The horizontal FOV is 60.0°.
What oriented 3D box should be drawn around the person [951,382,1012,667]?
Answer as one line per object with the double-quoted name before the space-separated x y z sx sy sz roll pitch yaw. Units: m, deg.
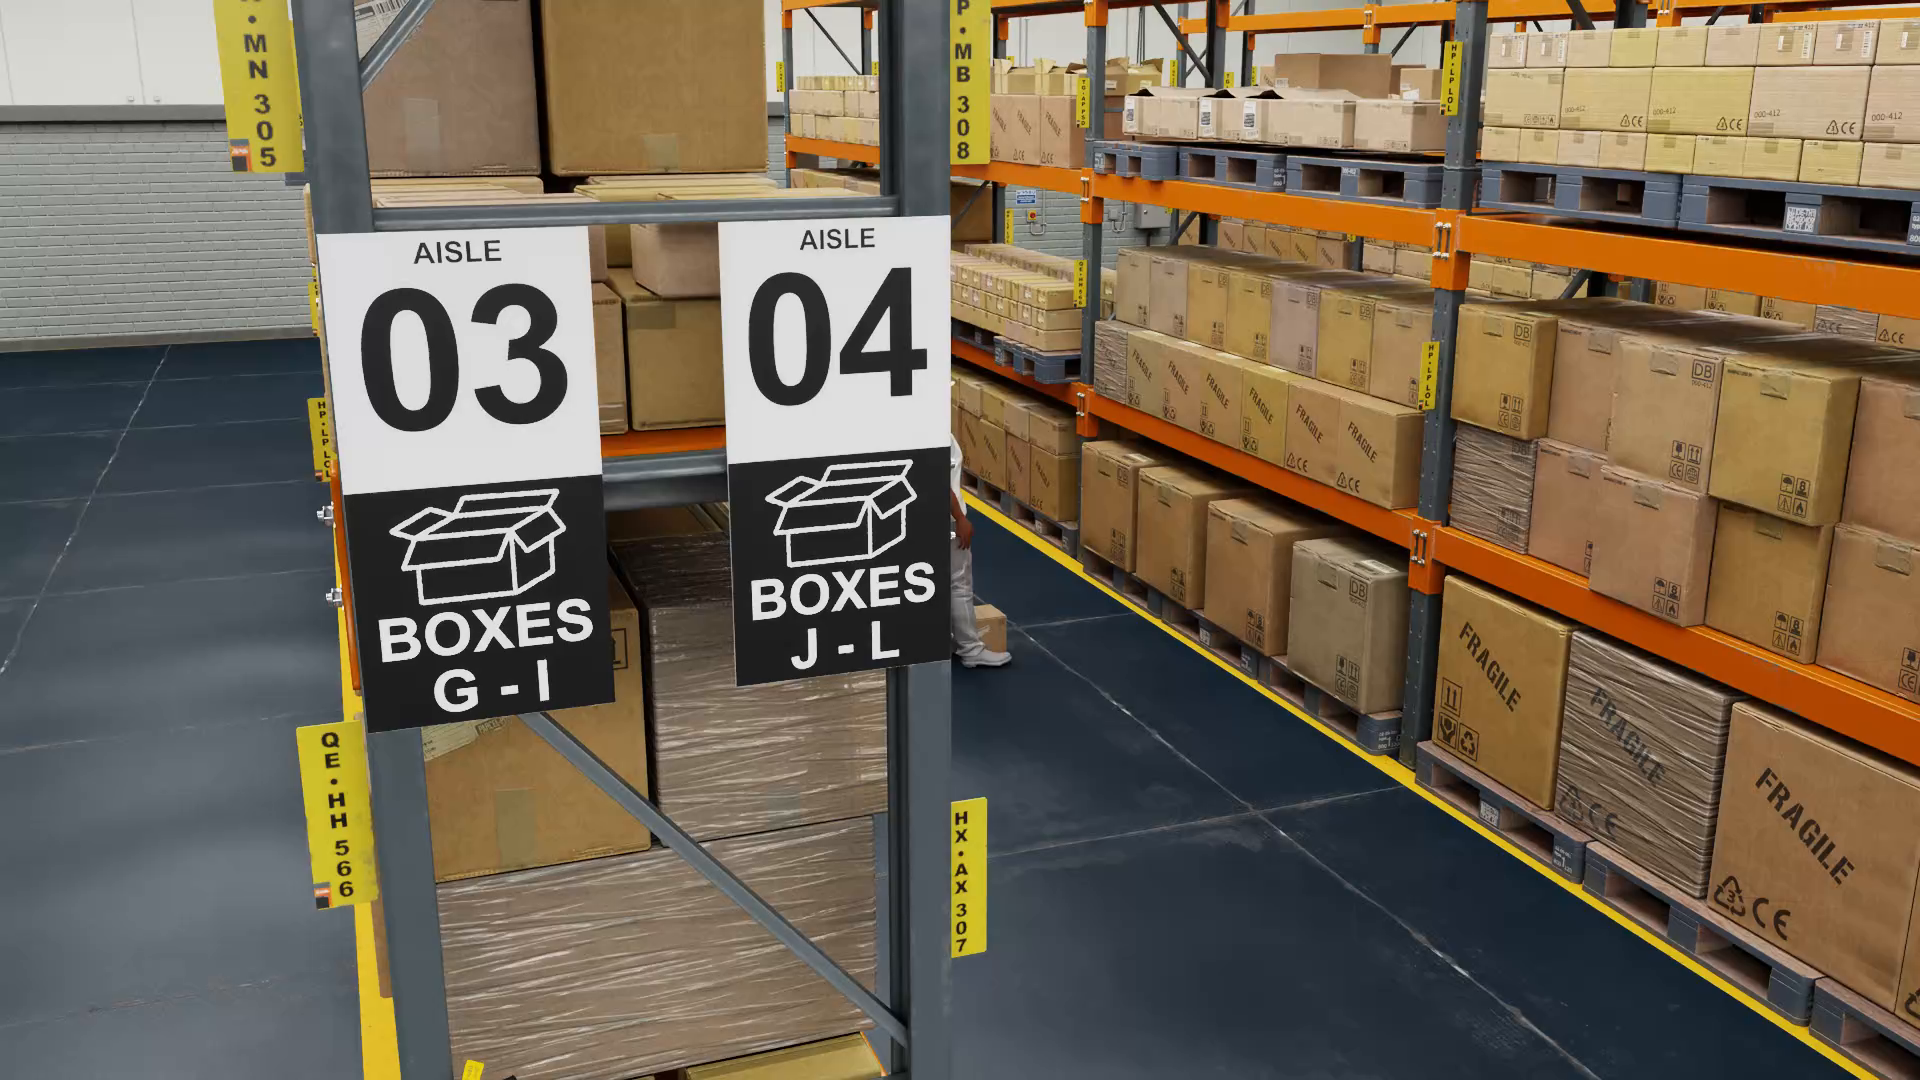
"person" -0.052 -0.147 9.975 0.575 1.768 0.665 -6 17 -20
